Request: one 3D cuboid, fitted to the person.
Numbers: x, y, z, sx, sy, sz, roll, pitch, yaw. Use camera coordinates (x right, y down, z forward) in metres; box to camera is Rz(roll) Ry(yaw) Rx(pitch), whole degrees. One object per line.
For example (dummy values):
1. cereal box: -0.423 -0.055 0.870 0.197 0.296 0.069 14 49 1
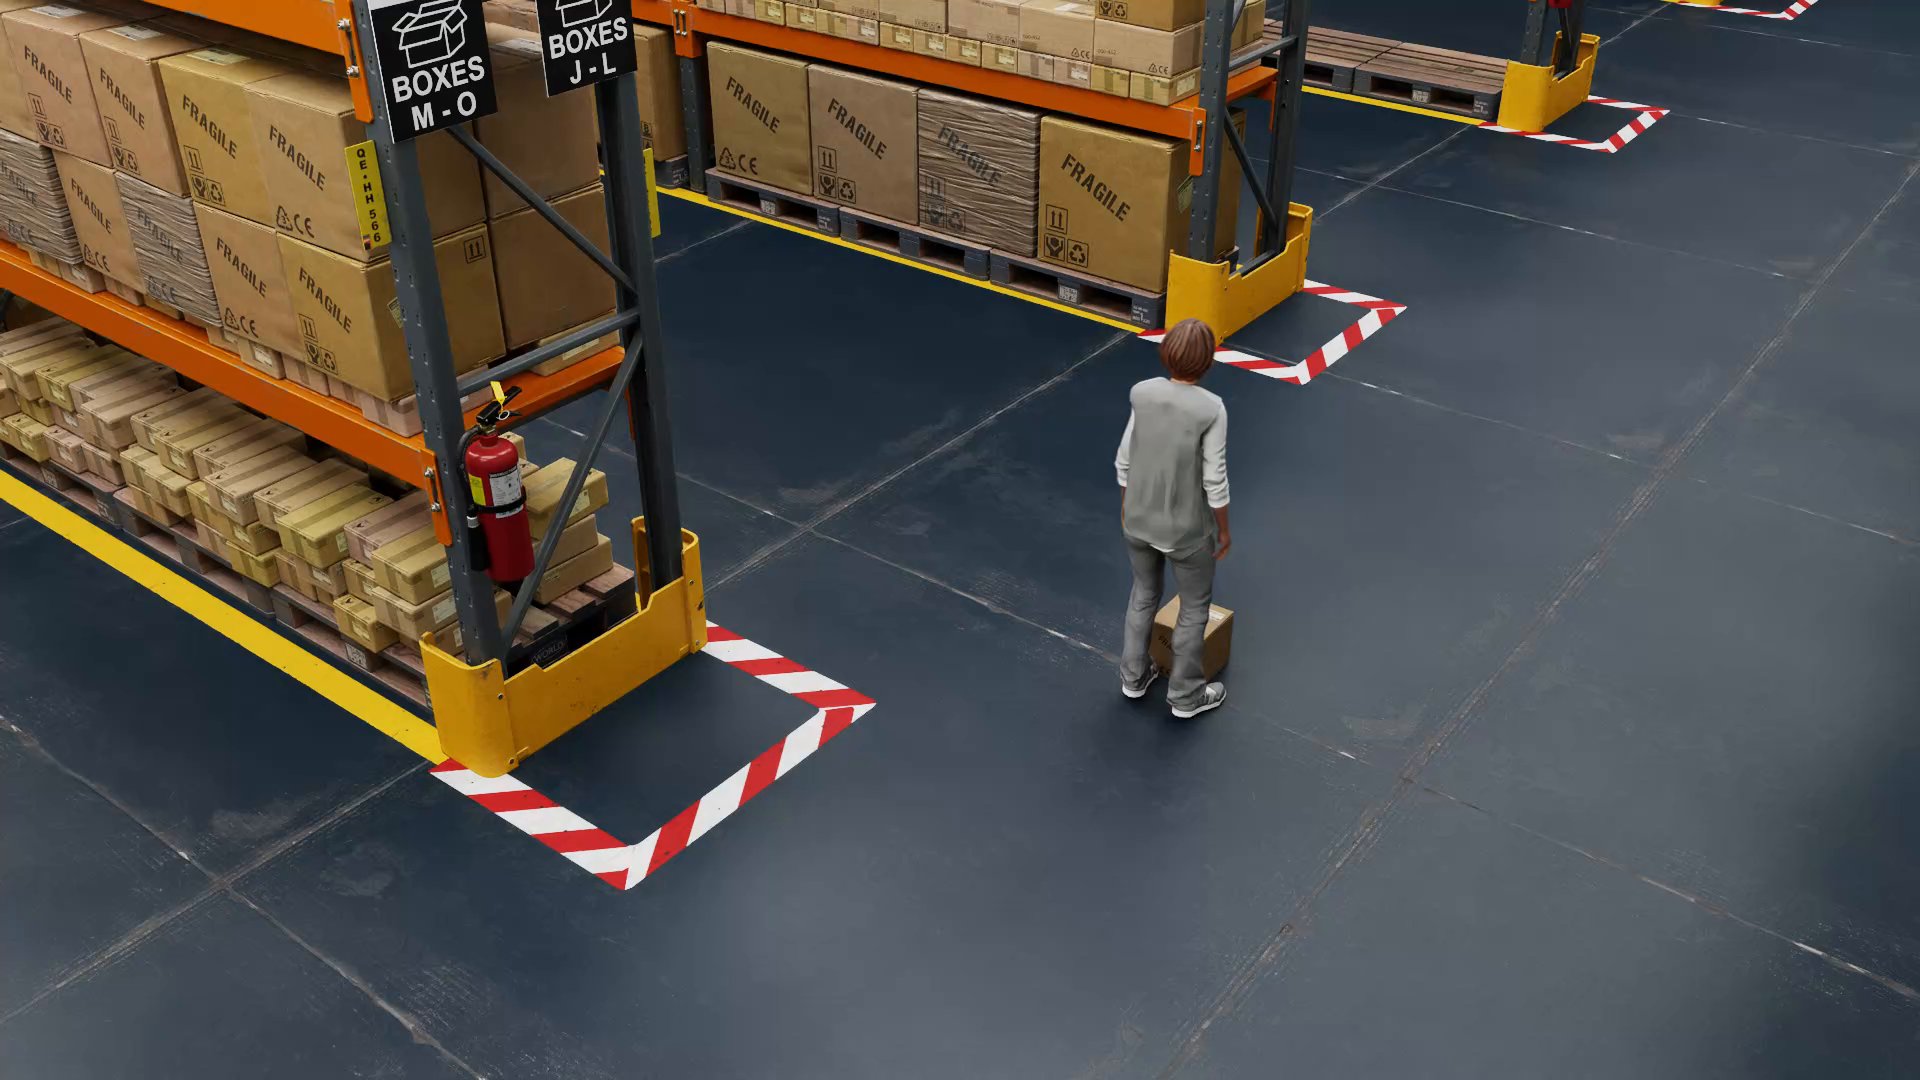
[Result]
1. person: 0.798 -0.062 6.247 0.471 1.591 0.350 21 37 30
